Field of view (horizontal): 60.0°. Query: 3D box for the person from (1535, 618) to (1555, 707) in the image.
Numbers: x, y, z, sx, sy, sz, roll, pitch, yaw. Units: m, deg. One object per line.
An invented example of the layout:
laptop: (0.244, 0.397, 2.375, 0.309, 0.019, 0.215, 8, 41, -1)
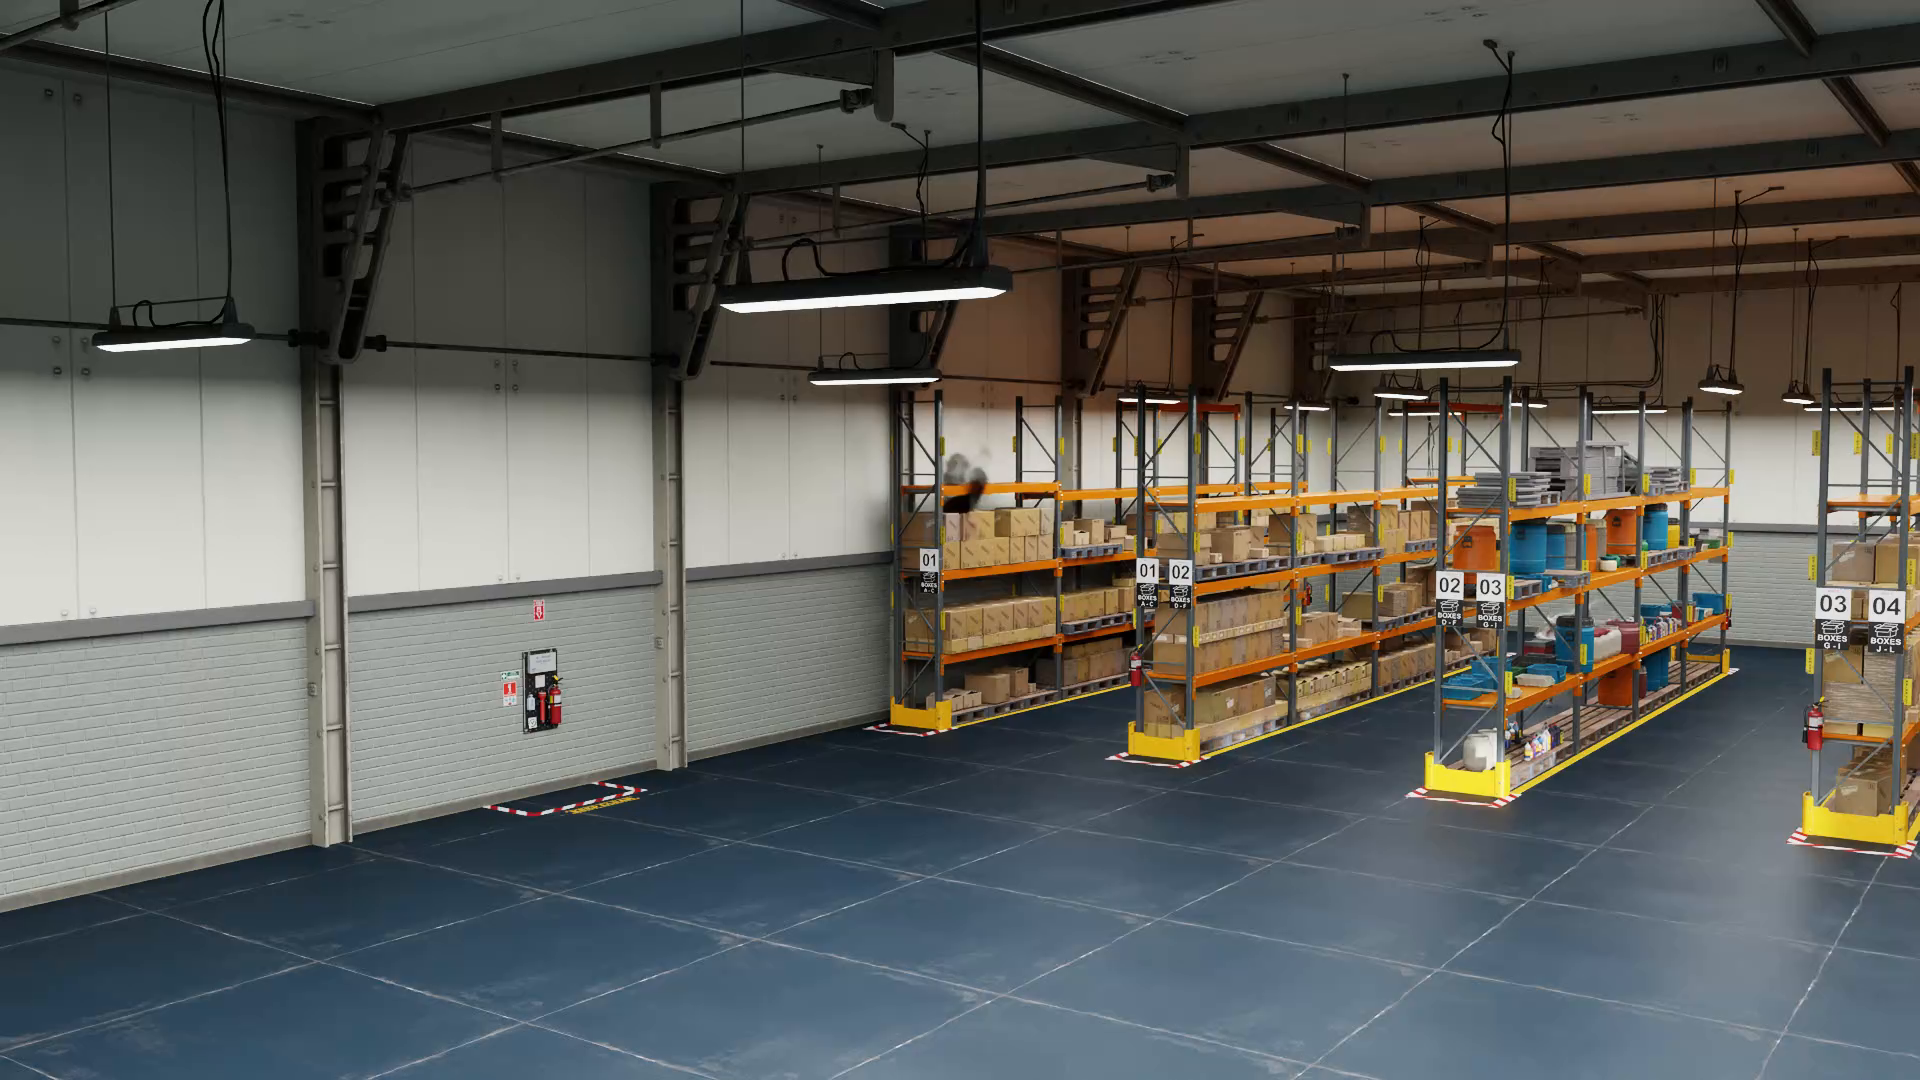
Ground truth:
person: (11.248, 2.347, 31.873, 0.644, 1.723, 0.610, 2, 4, 30)
